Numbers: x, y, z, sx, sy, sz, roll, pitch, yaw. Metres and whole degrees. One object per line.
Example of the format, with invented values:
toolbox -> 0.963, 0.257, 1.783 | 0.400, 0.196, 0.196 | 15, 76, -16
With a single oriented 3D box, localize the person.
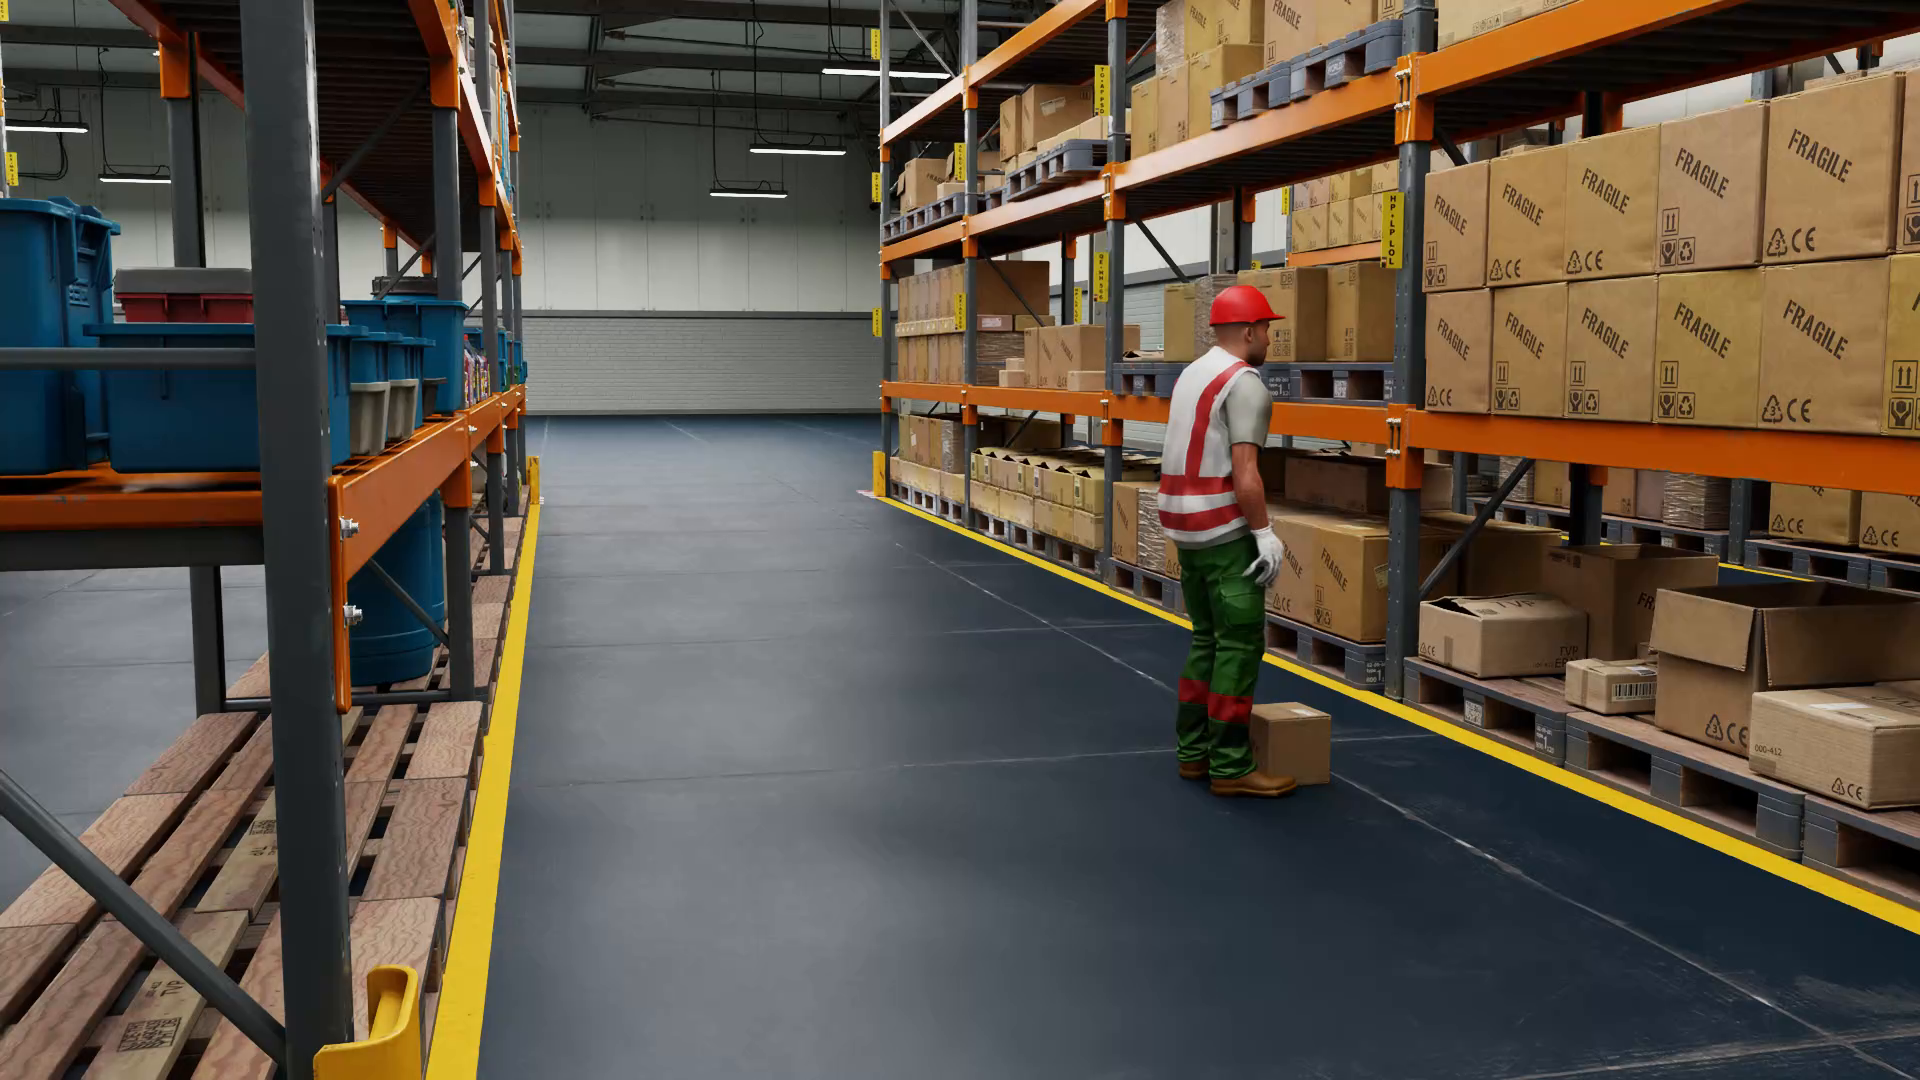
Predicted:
person -> 0.949, -0.012, 5.932 | 0.447, 1.780, 0.620 | -2, 6, -17
